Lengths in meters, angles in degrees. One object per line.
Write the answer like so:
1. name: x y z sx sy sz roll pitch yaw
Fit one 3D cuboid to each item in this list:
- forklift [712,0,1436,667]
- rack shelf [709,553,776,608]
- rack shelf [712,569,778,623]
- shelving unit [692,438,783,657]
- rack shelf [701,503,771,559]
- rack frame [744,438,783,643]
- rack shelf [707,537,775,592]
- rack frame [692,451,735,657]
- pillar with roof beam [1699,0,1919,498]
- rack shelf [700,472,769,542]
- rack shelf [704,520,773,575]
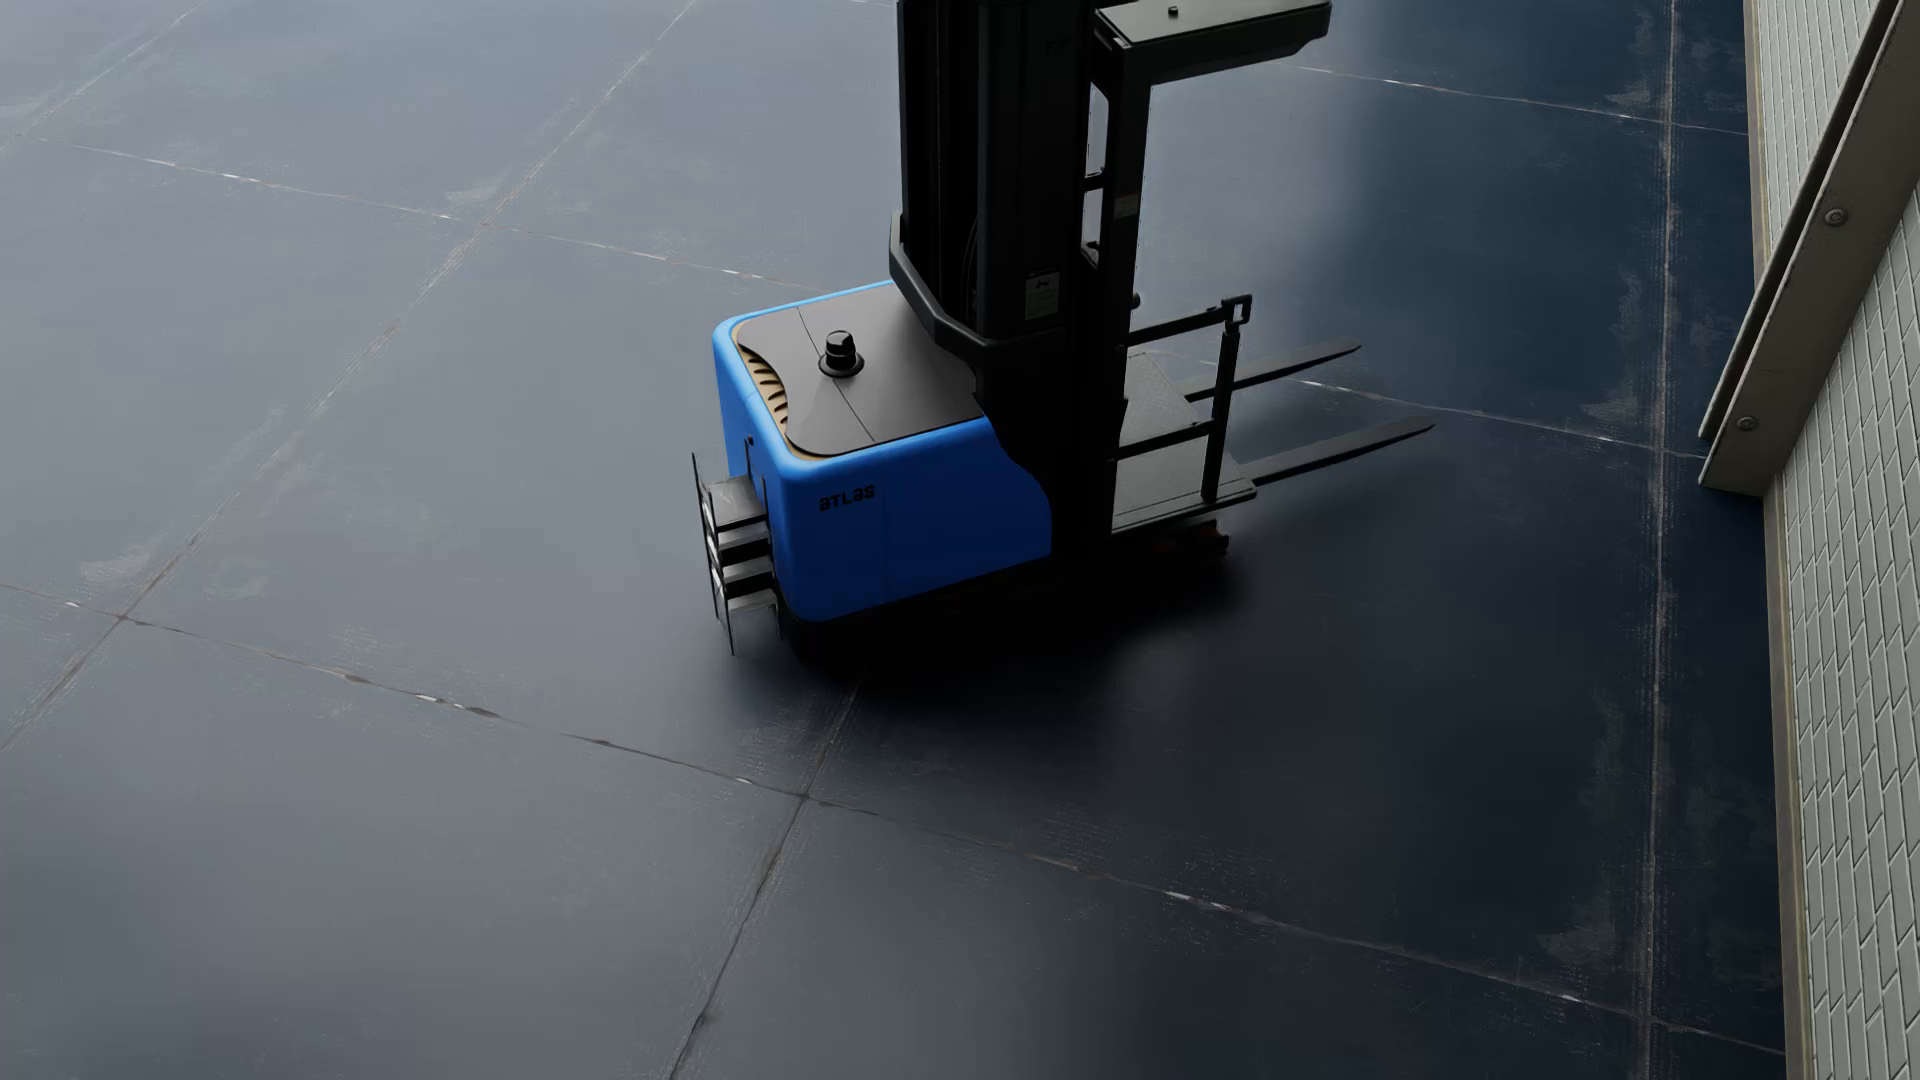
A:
1. forklift: 0.585 -1.217 6.297 3.031 2.935 1.130 -16 47 -16
2. rack shelf: -0.859 0.130 6.549 0.200 0.077 0.258 -16 47 -16
3. rack shelf: -0.859 0.195 6.612 0.200 0.077 0.258 -16 47 -16
4. shelving unit: -0.859 0.042 6.462 0.210 0.900 0.258 -16 47 -16
5. rack shelf: -0.859 -0.063 6.360 0.200 0.077 0.258 -16 47 -16
6. rack frame: -0.765 0.015 6.490 0.006 0.900 0.240 -16 47 -16
7. rack shelf: -0.859 0.066 6.486 0.200 0.077 0.258 -16 47 -16
8. rack frame: -0.953 0.069 6.435 0.006 0.900 0.240 -16 47 -16
9. pillar with roof beam: -0.608 -4.472 5.285 9.100 9.000 0.400 13 46 13
10. rack shelf: -0.859 -0.127 6.297 0.200 0.077 0.258 -16 47 -16
11. rack shelf: -0.859 0.002 6.423 0.200 0.077 0.258 -16 47 -16
